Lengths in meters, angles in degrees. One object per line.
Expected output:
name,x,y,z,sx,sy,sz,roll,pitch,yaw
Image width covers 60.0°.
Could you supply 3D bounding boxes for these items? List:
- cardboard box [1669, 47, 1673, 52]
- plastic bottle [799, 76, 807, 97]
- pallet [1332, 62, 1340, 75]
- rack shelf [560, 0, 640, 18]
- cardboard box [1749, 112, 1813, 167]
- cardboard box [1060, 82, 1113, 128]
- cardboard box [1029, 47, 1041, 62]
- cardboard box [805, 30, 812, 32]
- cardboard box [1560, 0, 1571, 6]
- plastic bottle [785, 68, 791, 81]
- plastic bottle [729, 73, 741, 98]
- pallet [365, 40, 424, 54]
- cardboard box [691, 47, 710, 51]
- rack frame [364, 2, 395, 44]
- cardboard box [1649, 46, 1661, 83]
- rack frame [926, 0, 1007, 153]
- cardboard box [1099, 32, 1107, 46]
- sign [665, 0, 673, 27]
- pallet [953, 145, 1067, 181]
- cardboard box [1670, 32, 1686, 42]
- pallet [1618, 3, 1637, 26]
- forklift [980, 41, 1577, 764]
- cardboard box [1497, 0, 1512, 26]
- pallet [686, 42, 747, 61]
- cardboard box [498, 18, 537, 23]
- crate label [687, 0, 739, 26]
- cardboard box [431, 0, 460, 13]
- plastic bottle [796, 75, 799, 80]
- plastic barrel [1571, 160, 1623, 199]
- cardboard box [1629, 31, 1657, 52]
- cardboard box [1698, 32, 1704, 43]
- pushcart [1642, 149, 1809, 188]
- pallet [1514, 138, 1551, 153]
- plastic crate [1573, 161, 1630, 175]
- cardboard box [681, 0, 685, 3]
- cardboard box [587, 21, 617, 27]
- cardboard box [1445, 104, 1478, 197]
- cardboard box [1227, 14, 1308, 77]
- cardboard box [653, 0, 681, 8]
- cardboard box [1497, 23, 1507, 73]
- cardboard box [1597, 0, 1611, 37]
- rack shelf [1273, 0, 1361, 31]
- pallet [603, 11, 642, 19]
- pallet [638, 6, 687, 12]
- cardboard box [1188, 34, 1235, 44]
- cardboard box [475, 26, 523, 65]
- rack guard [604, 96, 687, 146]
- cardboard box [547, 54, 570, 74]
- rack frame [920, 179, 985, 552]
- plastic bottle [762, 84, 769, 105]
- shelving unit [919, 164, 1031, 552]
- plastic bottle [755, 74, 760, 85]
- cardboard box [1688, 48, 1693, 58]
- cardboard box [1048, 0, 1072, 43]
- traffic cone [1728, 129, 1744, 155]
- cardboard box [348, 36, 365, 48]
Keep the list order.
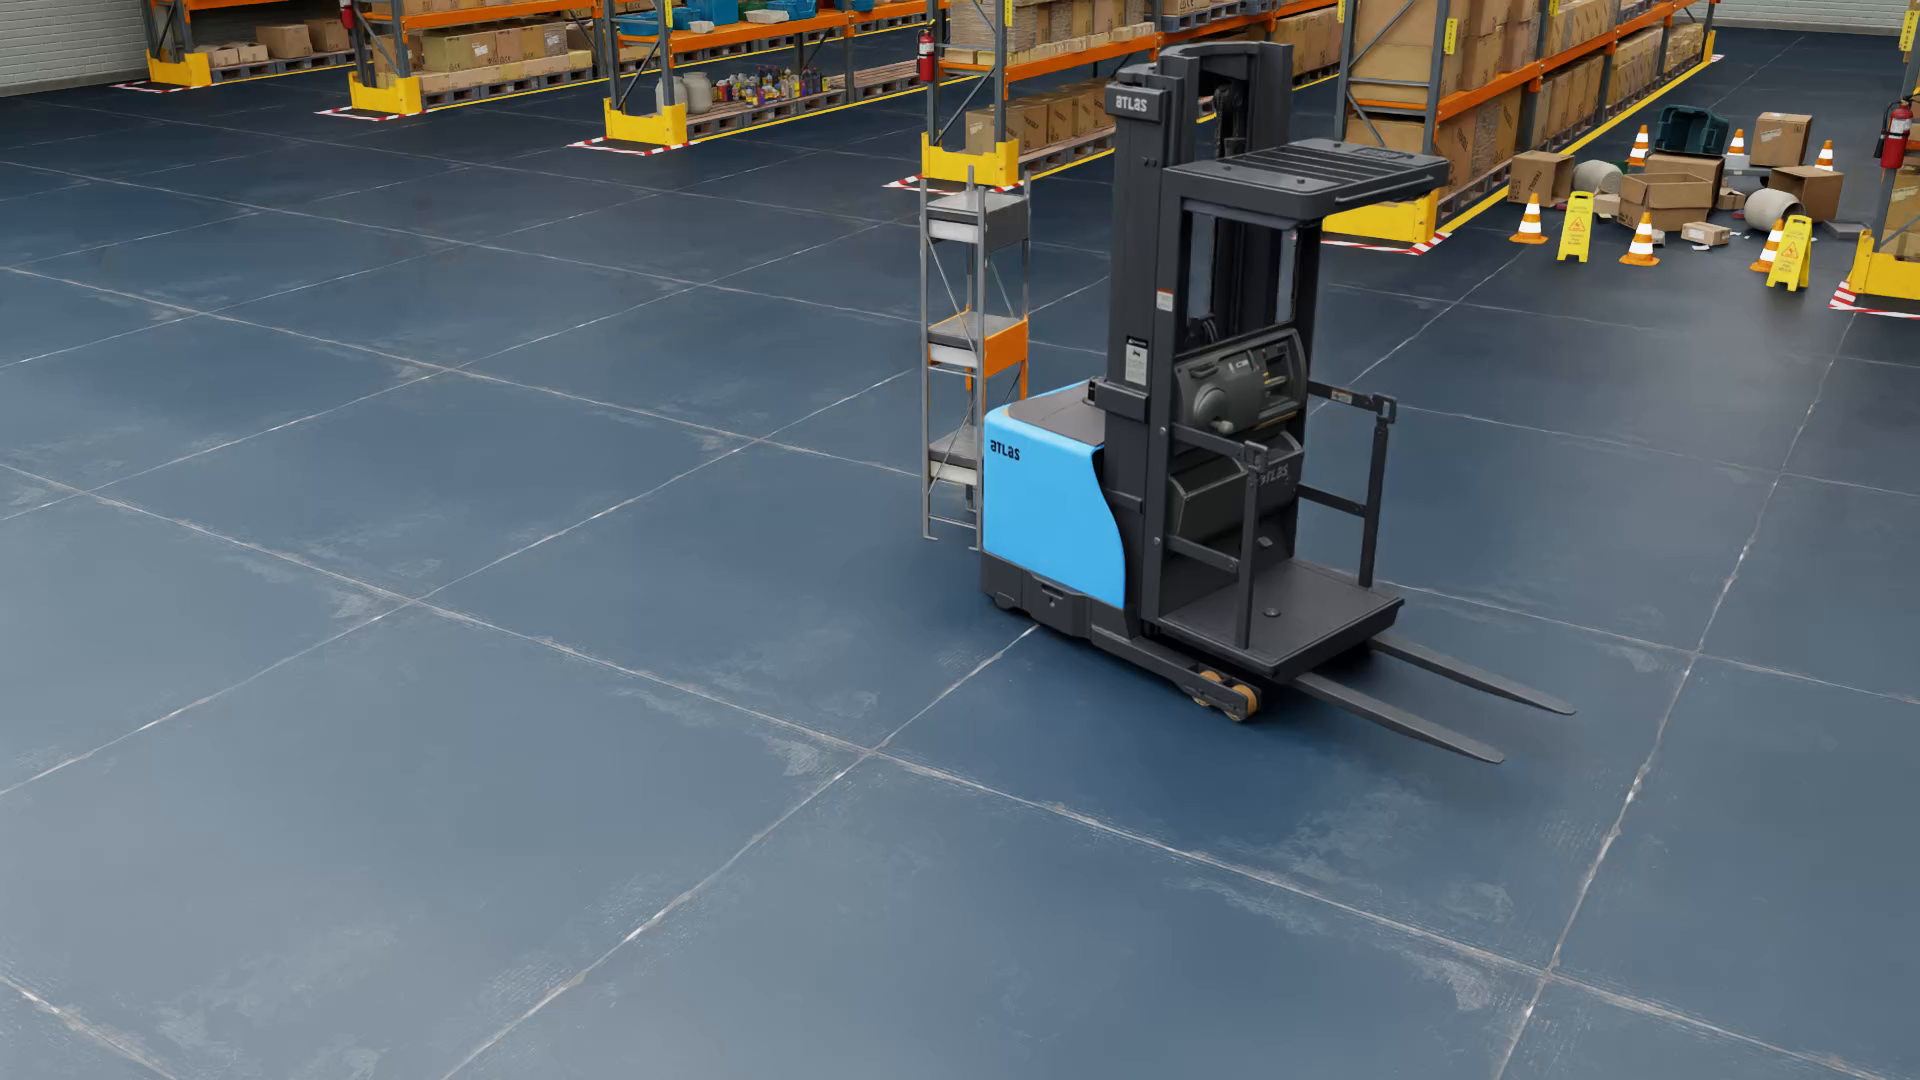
cardboard box,11.326,-7.925,26.966,0.380,0.149,0.250,12,26,26
plastic bottle,-2.272,-6.524,23.911,0.061,0.283,0.133,16,28,32
pallet,6.060,-8.082,28.152,1.003,0.211,1.213,14,27,29
rack shelf,-5.176,-9.360,28.500,1.077,0.370,4.000,14,27,29
cardboard box,9.074,-4.424,18.387,0.500,0.500,0.500,14,27,29
cardboard box,1.642,-5.661,21.670,0.500,0.500,0.500,-18,29,-36
cardboard box,0.719,-5.680,19.411,0.380,0.149,0.250,14,27,29
cardboard box,-3.098,-9.859,31.342,0.500,0.500,0.500,13,27,28
cardboard box,7.137,-6.882,20.487,0.700,0.500,0.500,14,27,29
plastic bottle,-2.565,-6.909,24.815,0.097,0.271,0.097,0,23,0
plastic bottle,-3.225,-6.506,23.784,0.144,0.351,0.185,15,28,31
pallet,-10.032,-9.035,30.355,1.003,0.211,1.213,14,27,29
cardboard box,-4.728,-8.723,29.057,0.500,0.250,0.500,15,27,30
rack frame,-10.442,-10.051,29.193,1.000,3.000,0.127,14,27,29
cardboard box,10.387,-7.307,25.471,0.500,0.500,0.500,13,27,28
rack frame,0.073,-5.587,18.881,1.000,3.000,0.127,14,27,29
cardboard box,1.618,-6.276,20.789,0.380,0.149,0.250,14,27,29
sign,-3.670,-6.636,20.954,0.100,0.325,0.005,14,27,29
pallet,0.572,-4.600,20.110,1.003,0.211,1.213,14,27,29
cardboard box,11.767,-8.316,27.496,0.380,0.149,0.250,14,27,29
pallet,8.739,-7.389,23.283,1.213,0.211,1.003,14,27,29
forklift,1.482,-0.728,7.742,1.130,2.935,3.031,-20,31,-39
cardboard box,5.527,-5.947,18.165,0.875,0.550,0.550,14,27,29
pallet,-4.589,-8.815,29.847,1.003,0.211,1.213,14,27,29
cardboard box,-6.999,-8.028,26.508,0.500,0.500,0.500,14,27,29
crate label,-3.394,-7.319,22.837,0.502,0.435,0.616,14,27,29
cardboard box,-7.811,-8.044,24.429,0.700,0.500,0.500,15,27,30
plastic bottle,-2.360,-6.607,24.112,0.152,0.276,0.135,14,27,29
plastic barrel,7.048,-3.977,18.404,0.421,0.421,0.512,-7,24,-17
cardboard box,10.103,-7.479,24.924,0.500,0.250,0.500,15,28,31
cardboard box,12.637,-8.697,28.750,0.380,0.149,0.250,13,27,28
pushcart,8.639,-4.118,18.788,1.648,0.377,0.936,5,24,11
pallet,6.686,-4.860,20.712,1.003,0.211,1.213,14,27,29
plastic crate,7.365,-4.267,19.297,0.662,0.188,0.450,-12,16,-26
cardboard box,-5.740,-12.028,36.377,0.700,0.500,0.500,14,27,30
cardboard box,-5.992,-8.577,28.012,0.500,0.311,0.500,15,27,30
cardboard box,4.997,-4.272,17.987,0.875,0.875,0.875,13,27,28
cardboard box,4.675,-7.734,25.985,1.225,0.875,0.875,12,26,27
cardboard box,-6.454,-11.711,35.204,0.750,0.750,0.750,14,27,30
cardboard box,5.503,-5.458,18.393,0.875,0.550,0.550,14,27,29
cardboard box,8.180,-6.883,21.749,0.500,0.500,0.500,14,27,29
rack shelf,5.348,-8.632,26.820,1.077,0.370,4.000,14,27,29
pallet,-7.207,-10.782,34.391,1.003,0.211,1.213,14,27,29
pallet,-6.565,-11.196,35.346,1.003,0.211,1.213,14,27,29
cardboard box,3.694,-7.273,24.423,0.500,0.250,0.500,17,29,35
cardboard box,-7.076,-7.580,25.472,0.500,0.500,0.500,14,27,29
rack guard,-4.135,-5.514,21.857,1.175,0.500,0.348,14,27,29
cardboard box,-6.562,-7.577,26.408,0.500,0.250,0.500,14,27,29
rack frame,-0.041,-0.937,9.272,0.400,2.100,0.015,14,27,29
plastic bottle,-2.733,-6.237,23.263,0.097,0.271,0.097,0,23,0
shelving unit,0.087,-1.019,9.462,0.431,2.100,0.503,14,27,29
plastic bottle,-2.949,-6.618,24.143,0.097,0.271,0.097,0,23,0
cardboard box,12.110,-8.213,28.005,0.380,0.149,0.250,13,26,27
cardboard box,0.849,-6.303,20.034,0.875,0.500,0.500,14,27,29
traffic cone,9.370,-4.716,20.061,0.336,0.463,0.334,14,27,29
cardboard box,-10.698,-8.766,29.237,0.380,0.166,0.250,10,25,22
